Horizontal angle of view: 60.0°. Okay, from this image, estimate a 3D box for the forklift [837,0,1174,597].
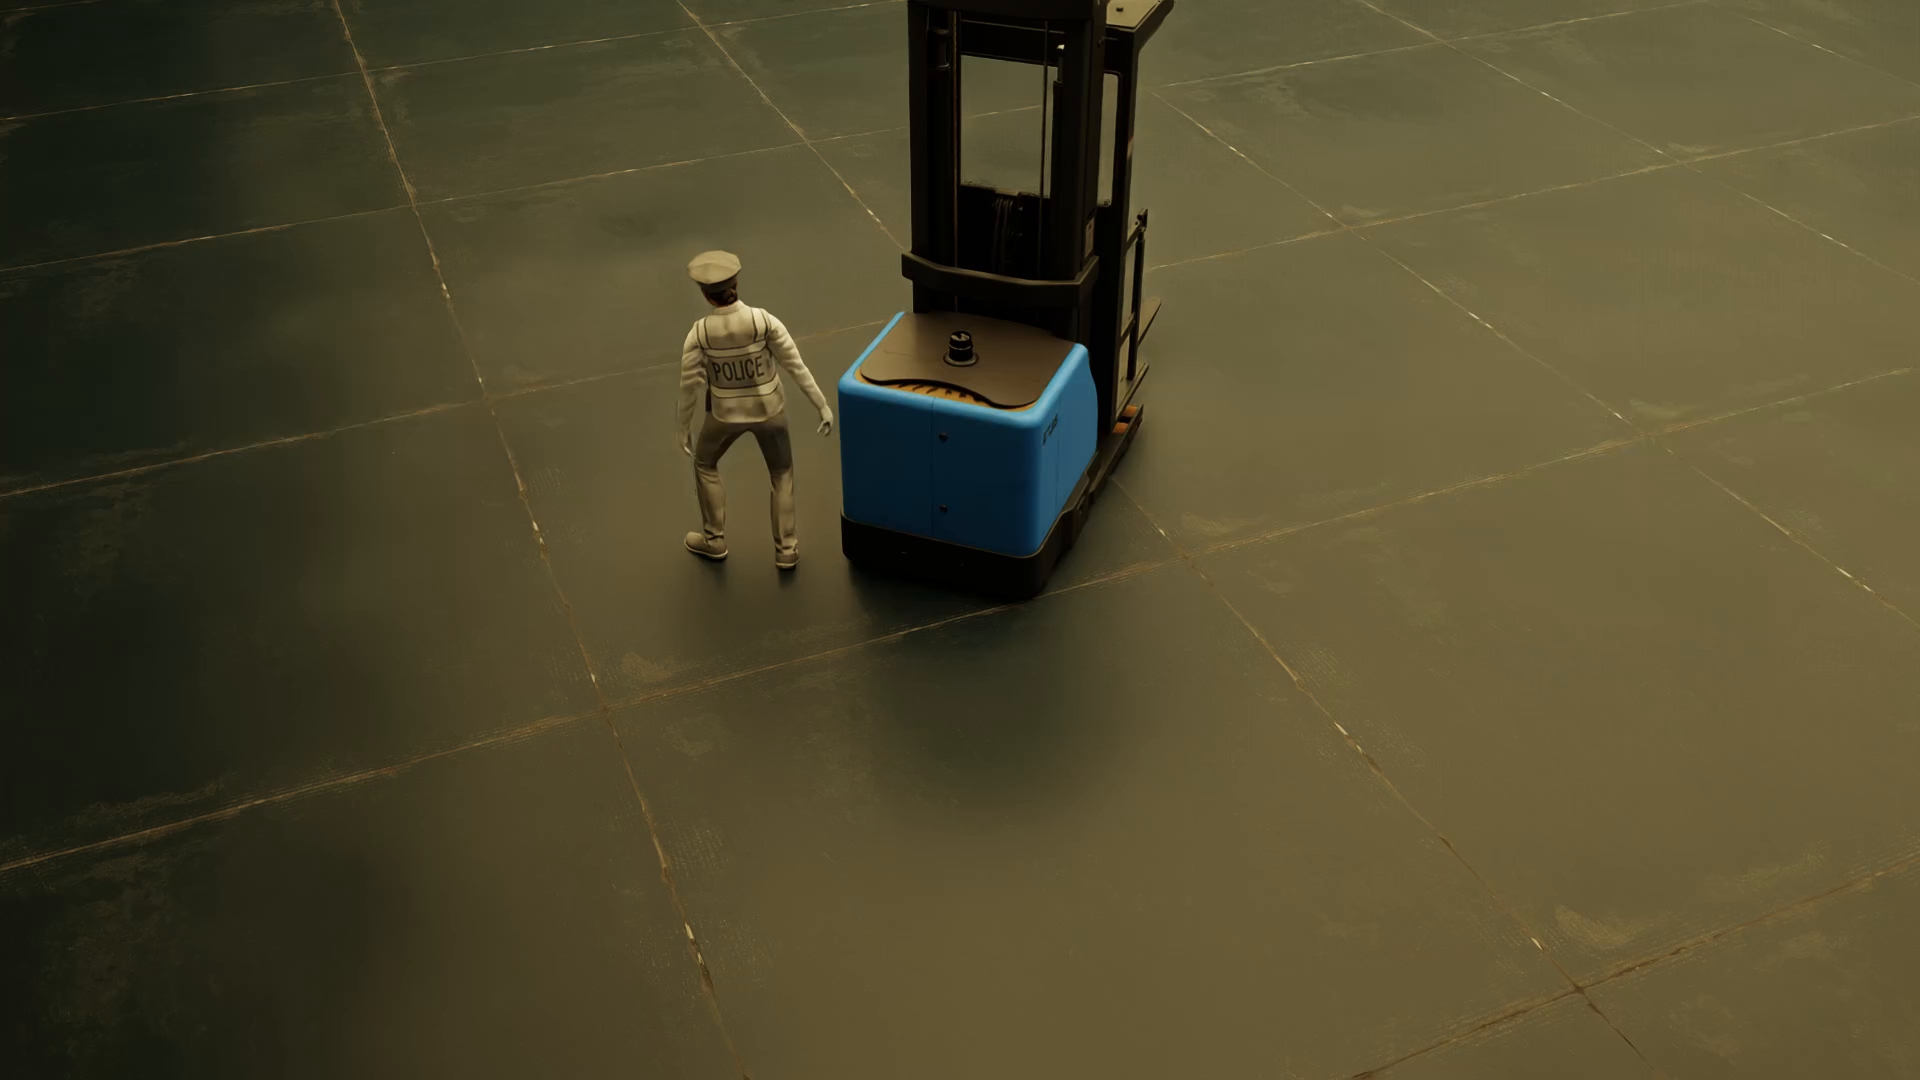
[{"bbox_3d":[0.400,-1.765,8.581,1.130,2.935,3.031,12,37,17],"label":"forklift"}]

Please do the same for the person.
[{"bbox_3d":[-1.020,-0.579,8.106,0.802,1.644,0.454,-3,35,-4],"label":"person"}]
